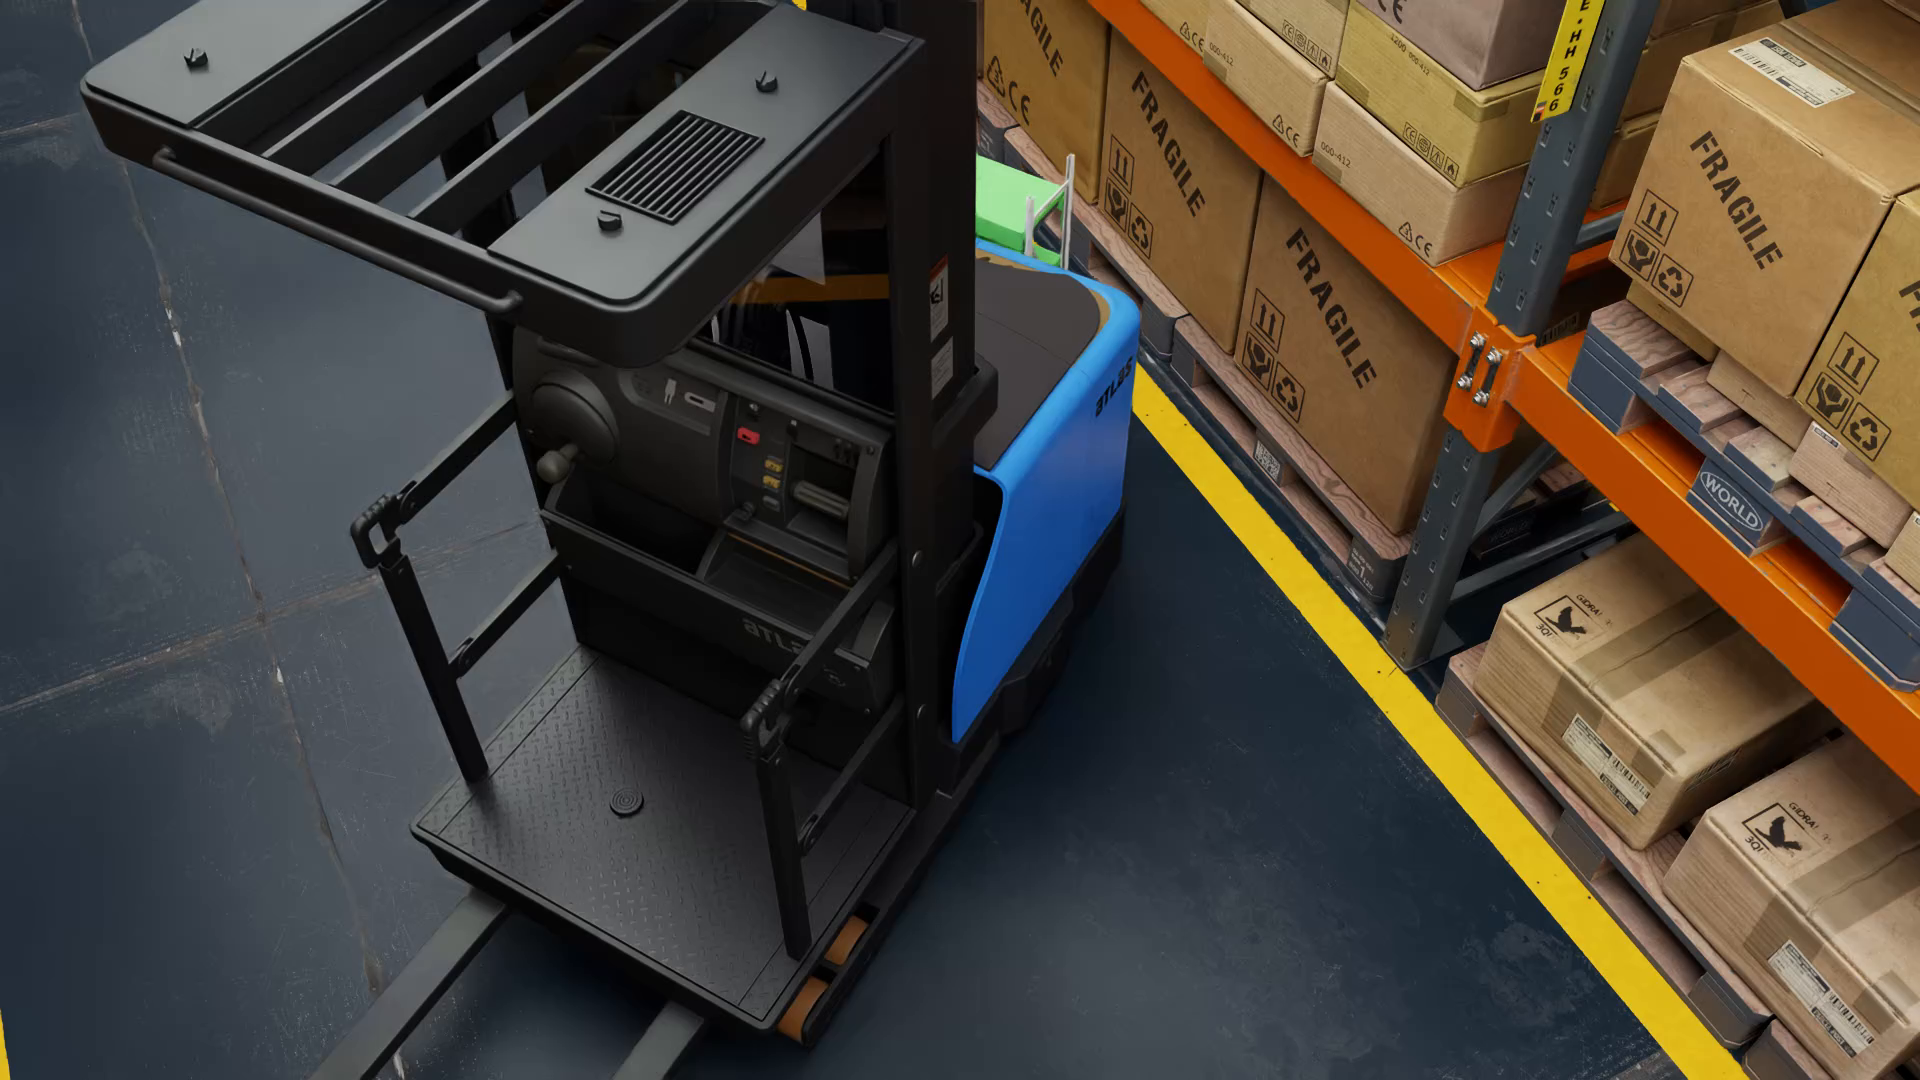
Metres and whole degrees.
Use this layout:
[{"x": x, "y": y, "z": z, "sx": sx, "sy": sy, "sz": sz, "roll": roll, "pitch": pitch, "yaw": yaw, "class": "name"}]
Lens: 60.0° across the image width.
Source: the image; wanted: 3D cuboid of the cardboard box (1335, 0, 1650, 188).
[{"x": 1.278, "y": -1.157, "z": 4.037, "sx": 0.500, "sy": 0.250, "sz": 0.500, "roll": -21, "pitch": 52, "yaw": -18, "class": "cardboard box"}]

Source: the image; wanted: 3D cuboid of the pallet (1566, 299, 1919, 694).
[{"x": 2.146, "y": -0.302, "z": 3.648, "sx": 1.213, "sy": 0.211, "sz": 1.003, "roll": -21, "pitch": 52, "yaw": -18, "class": "pallet"}]

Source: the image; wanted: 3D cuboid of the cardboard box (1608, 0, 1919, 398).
[{"x": 1.726, "y": -0.693, "z": 3.320, "sx": 0.500, "sy": 0.500, "sz": 0.500, "roll": -23, "pitch": 53, "yaw": -19, "class": "cardboard box"}]

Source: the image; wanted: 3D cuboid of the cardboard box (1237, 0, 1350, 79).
[{"x": 1.040, "y": -1.499, "z": 4.336, "sx": 0.500, "sy": 0.250, "sz": 0.500, "roll": -22, "pitch": 53, "yaw": -18, "class": "cardboard box"}]

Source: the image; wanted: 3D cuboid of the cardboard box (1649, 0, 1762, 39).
[{"x": 1.717, "y": -1.581, "z": 3.910, "sx": 0.500, "sy": 0.500, "sz": 0.500, "roll": -23, "pitch": 53, "yaw": -19, "class": "cardboard box"}]

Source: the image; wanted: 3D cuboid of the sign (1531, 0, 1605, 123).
[{"x": 1.233, "y": -0.993, "z": 3.356, "sx": 0.100, "sy": 0.325, "sz": 0.005, "roll": -21, "pitch": 52, "yaw": -18, "class": "sign"}]

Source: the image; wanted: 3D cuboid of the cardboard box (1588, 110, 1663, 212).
[{"x": 1.725, "y": -1.170, "z": 4.380, "sx": 0.500, "sy": 0.250, "sz": 0.500, "roll": -22, "pitch": 52, "yaw": -18, "class": "cardboard box"}]

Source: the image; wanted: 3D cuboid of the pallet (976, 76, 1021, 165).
[{"x": 0.315, "y": -2.074, "z": 6.923, "sx": 1.003, "sy": 0.211, "sz": 1.213, "roll": -21, "pitch": 52, "yaw": -18, "class": "pallet"}]

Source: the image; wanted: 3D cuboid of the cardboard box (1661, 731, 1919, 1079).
[{"x": 2.320, "y": 0.795, "z": 4.029, "sx": 0.950, "sy": 0.372, "sz": 0.625, "roll": -22, "pitch": 52, "yaw": -18, "class": "cardboard box"}]

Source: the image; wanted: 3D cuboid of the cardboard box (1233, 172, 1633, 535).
[{"x": 1.483, "y": -0.735, "z": 5.032, "sx": 0.875, "sy": 0.875, "sz": 0.875, "roll": -22, "pitch": 52, "yaw": -18, "class": "cardboard box"}]

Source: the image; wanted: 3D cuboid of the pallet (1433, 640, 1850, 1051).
[{"x": 2.082, "y": 0.637, "z": 4.553, "sx": 1.003, "sy": 0.211, "sz": 1.213, "roll": -21, "pitch": 52, "yaw": -18, "class": "pallet"}]

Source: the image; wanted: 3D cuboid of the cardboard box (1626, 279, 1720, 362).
[{"x": 1.709, "y": -0.579, "z": 3.651, "sx": 0.380, "sy": 0.149, "sz": 0.250, "roll": -24, "pitch": 53, "yaw": -20, "class": "cardboard box"}]

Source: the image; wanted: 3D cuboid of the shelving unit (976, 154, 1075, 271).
[{"x": 0.041, "y": -0.690, "z": 5.057, "sx": 0.503, "sy": 1.200, "sz": 0.258, "roll": 25, "pitch": 54, "yaw": 21, "class": "shelving unit"}]

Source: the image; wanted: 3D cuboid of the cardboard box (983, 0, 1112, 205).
[{"x": 0.670, "y": -1.932, "z": 6.079, "sx": 0.875, "sy": 0.875, "sz": 0.875, "roll": -20, "pitch": 52, "yaw": -16, "class": "cardboard box"}]

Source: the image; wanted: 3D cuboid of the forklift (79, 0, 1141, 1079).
[{"x": -0.676, "y": -0.120, "z": 3.407, "sx": 1.130, "sy": 2.935, "sz": 3.031, "roll": 23, "pitch": 53, "yaw": 19, "class": "forklift"}]

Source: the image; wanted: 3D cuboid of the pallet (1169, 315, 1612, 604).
[{"x": 1.432, "y": -0.441, "z": 5.495, "sx": 1.003, "sy": 0.211, "sz": 1.213, "roll": -21, "pitch": 52, "yaw": -18, "class": "pallet"}]

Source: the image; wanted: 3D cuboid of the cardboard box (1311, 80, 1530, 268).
[{"x": 1.263, "y": -1.005, "z": 4.236, "sx": 0.500, "sy": 0.250, "sz": 0.500, "roll": -23, "pitch": 53, "yaw": -19, "class": "cardboard box"}]

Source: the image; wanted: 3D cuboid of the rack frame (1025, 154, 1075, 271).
[{"x": 0.247, "y": -0.592, "z": 4.971, "sx": 0.015, "sy": 1.200, "sz": 0.240, "roll": 25, "pitch": 54, "yaw": 21, "class": "rack frame"}]

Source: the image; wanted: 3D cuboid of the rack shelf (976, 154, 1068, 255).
[{"x": 0.041, "y": -0.964, "z": 4.744, "sx": 0.480, "sy": 0.148, "sz": 0.258, "roll": 25, "pitch": 54, "yaw": 21, "class": "rack shelf"}]

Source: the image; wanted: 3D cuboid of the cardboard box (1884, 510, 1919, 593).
[{"x": 2.000, "y": 0.012, "z": 3.135, "sx": 0.380, "sy": 0.149, "sz": 0.250, "roll": -21, "pitch": 52, "yaw": -17, "class": "cardboard box"}]

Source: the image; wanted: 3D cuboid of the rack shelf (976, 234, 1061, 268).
[{"x": 0.041, "y": -0.806, "z": 4.924, "sx": 0.480, "sy": 0.148, "sz": 0.258, "roll": 25, "pitch": 54, "yaw": 21, "class": "rack shelf"}]

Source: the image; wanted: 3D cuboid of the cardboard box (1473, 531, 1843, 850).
[{"x": 1.975, "y": 0.303, "z": 4.459, "sx": 0.950, "sy": 0.372, "sz": 0.625, "roll": -24, "pitch": 53, "yaw": -20, "class": "cardboard box"}]

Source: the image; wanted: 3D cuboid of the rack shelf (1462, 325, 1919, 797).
[{"x": 2.641, "y": 0.770, "z": 3.061, "sx": 1.077, "sy": 0.370, "sz": 4.000, "roll": -21, "pitch": 52, "yaw": -18, "class": "rack shelf"}]

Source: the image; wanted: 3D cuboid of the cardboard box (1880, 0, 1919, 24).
[{"x": 2.181, "y": -0.866, "z": 3.471, "sx": 0.500, "sy": 0.500, "sz": 0.500, "roll": -23, "pitch": 53, "yaw": -19, "class": "cardboard box"}]

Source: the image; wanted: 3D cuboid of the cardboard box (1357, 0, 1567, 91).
[{"x": 1.256, "y": -1.423, "z": 3.771, "sx": 0.500, "sy": 0.500, "sz": 0.500, "roll": -22, "pitch": 53, "yaw": -18, "class": "cardboard box"}]

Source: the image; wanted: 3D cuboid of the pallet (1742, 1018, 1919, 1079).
[{"x": 2.636, "y": 1.452, "z": 3.840, "sx": 1.003, "sy": 0.211, "sz": 1.213, "roll": -21, "pitch": 52, "yaw": -18, "class": "pallet"}]

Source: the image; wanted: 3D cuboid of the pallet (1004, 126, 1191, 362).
[{"x": 0.877, "y": -1.256, "z": 6.208, "sx": 1.003, "sy": 0.211, "sz": 1.213, "roll": -21, "pitch": 52, "yaw": -18, "class": "pallet"}]

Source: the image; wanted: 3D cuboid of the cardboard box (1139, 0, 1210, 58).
[{"x": 0.799, "y": -1.684, "z": 4.829, "sx": 0.500, "sy": 0.250, "sz": 0.500, "roll": -22, "pitch": 52, "yaw": -18, "class": "cardboard box"}]

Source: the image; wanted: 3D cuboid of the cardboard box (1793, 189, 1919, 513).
[{"x": 1.970, "y": -0.347, "z": 3.018, "sx": 0.500, "sy": 0.500, "sz": 0.500, "roll": -19, "pitch": 51, "yaw": -16, "class": "cardboard box"}]

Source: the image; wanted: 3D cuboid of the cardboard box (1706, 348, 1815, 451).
[{"x": 1.808, "y": -0.378, "z": 3.476, "sx": 0.380, "sy": 0.149, "sz": 0.250, "roll": -24, "pitch": 53, "yaw": -20, "class": "cardboard box"}]

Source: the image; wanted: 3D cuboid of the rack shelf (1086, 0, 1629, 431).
[{"x": 0.810, "y": -1.907, "z": 5.403, "sx": 1.077, "sy": 0.370, "sz": 4.000, "roll": -21, "pitch": 52, "yaw": -18, "class": "rack shelf"}]

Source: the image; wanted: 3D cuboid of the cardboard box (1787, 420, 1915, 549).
[{"x": 1.893, "y": -0.179, "z": 3.302, "sx": 0.380, "sy": 0.149, "sz": 0.250, "roll": -24, "pitch": 53, "yaw": -20, "class": "cardboard box"}]

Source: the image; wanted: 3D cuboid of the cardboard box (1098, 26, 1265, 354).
[{"x": 1.079, "y": -1.333, "z": 5.556, "sx": 0.875, "sy": 0.875, "sz": 0.875, "roll": -21, "pitch": 52, "yaw": -17, "class": "cardboard box"}]

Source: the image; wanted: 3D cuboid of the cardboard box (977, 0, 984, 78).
[{"x": 0.250, "y": -2.533, "z": 6.606, "sx": 0.875, "sy": 0.875, "sz": 0.875, "roll": -20, "pitch": 52, "yaw": -16, "class": "cardboard box"}]

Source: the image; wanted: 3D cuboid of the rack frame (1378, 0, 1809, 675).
[{"x": 1.725, "y": -0.805, "z": 3.961, "sx": 1.000, "sy": 3.000, "sz": 0.127, "roll": -21, "pitch": 52, "yaw": -18, "class": "rack frame"}]

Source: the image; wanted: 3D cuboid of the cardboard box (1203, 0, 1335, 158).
[{"x": 1.015, "y": -1.341, "z": 4.530, "sx": 0.500, "sy": 0.250, "sz": 0.500, "roll": -20, "pitch": 52, "yaw": -17, "class": "cardboard box"}]

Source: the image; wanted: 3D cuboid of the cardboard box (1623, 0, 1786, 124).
[{"x": 1.713, "y": -1.344, "z": 4.201, "sx": 0.500, "sy": 0.250, "sz": 0.500, "roll": -22, "pitch": 52, "yaw": -18, "class": "cardboard box"}]
